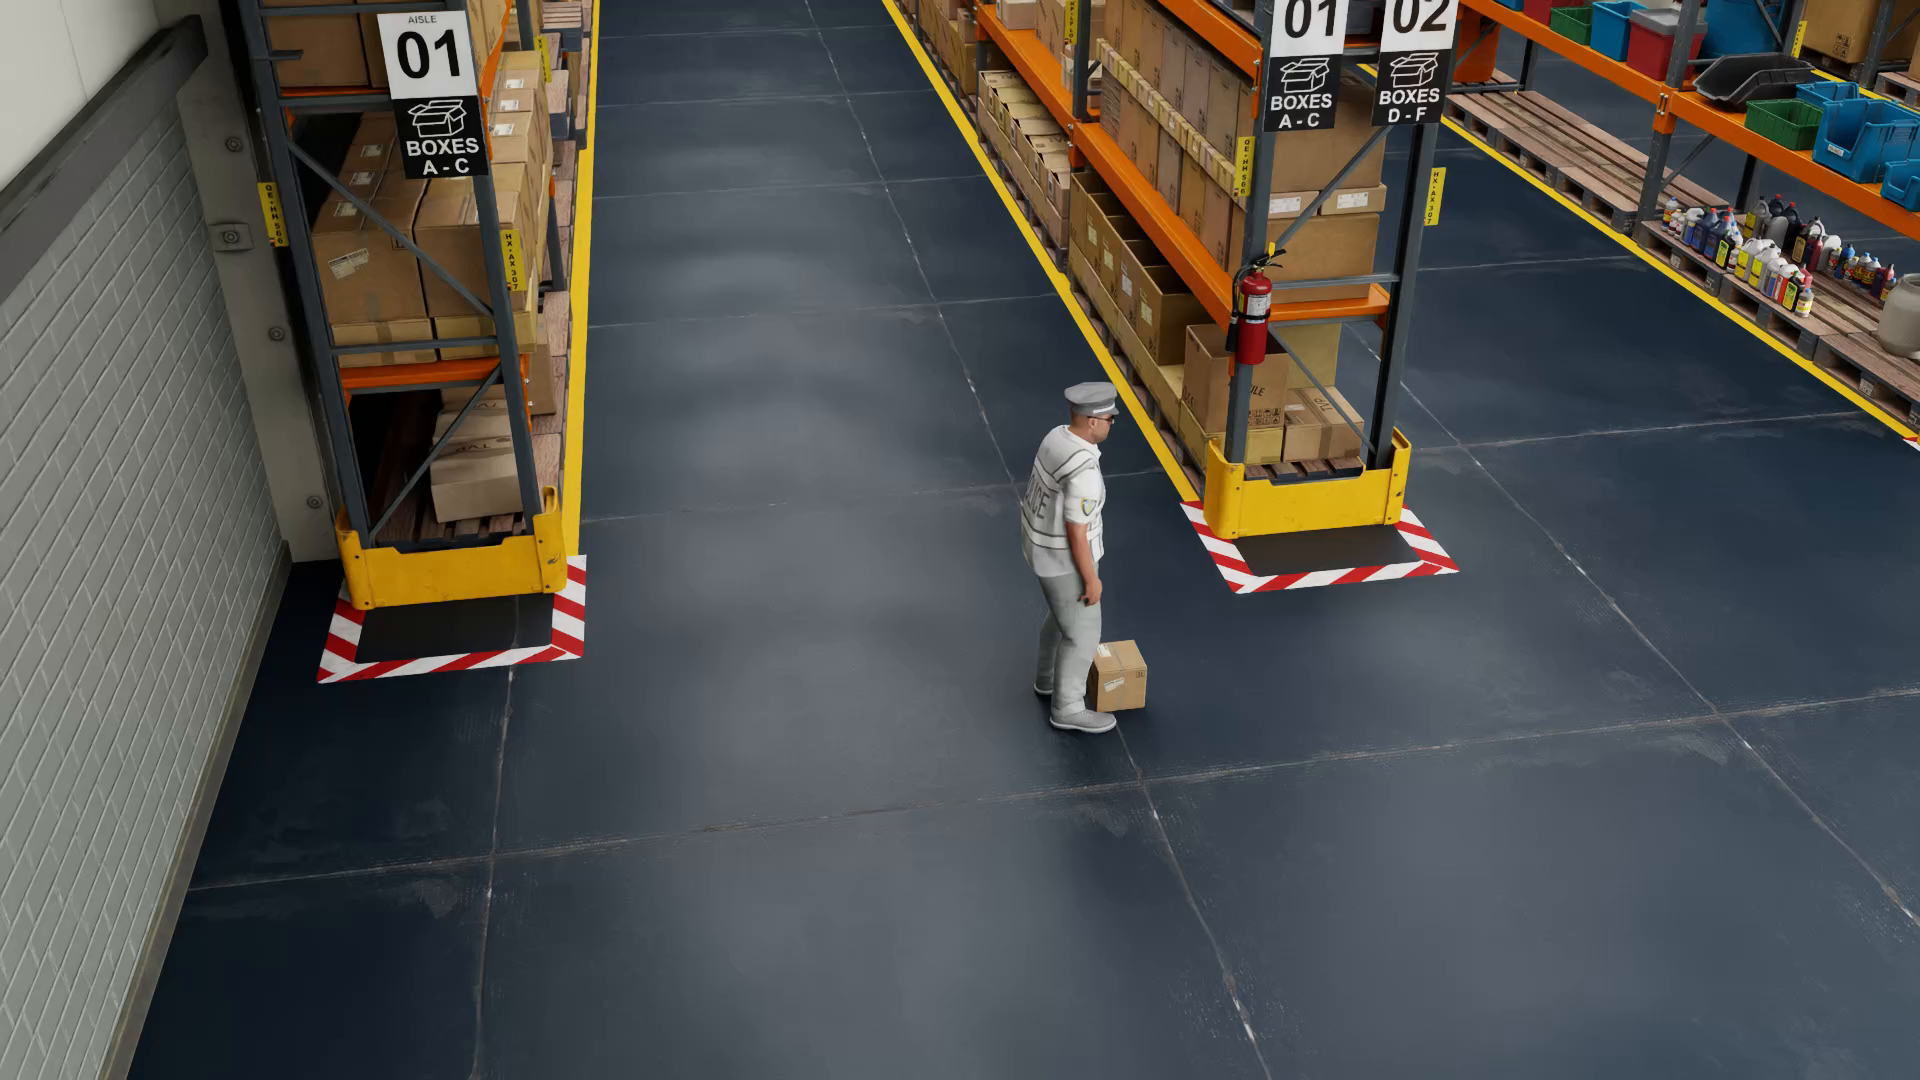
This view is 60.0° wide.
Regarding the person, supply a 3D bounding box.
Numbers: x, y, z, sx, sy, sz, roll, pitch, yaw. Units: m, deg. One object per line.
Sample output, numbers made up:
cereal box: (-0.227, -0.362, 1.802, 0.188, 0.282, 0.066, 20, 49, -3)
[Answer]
person: (0.523, 0.071, 8.009, 0.434, 1.748, 0.590, -6, 31, -9)
